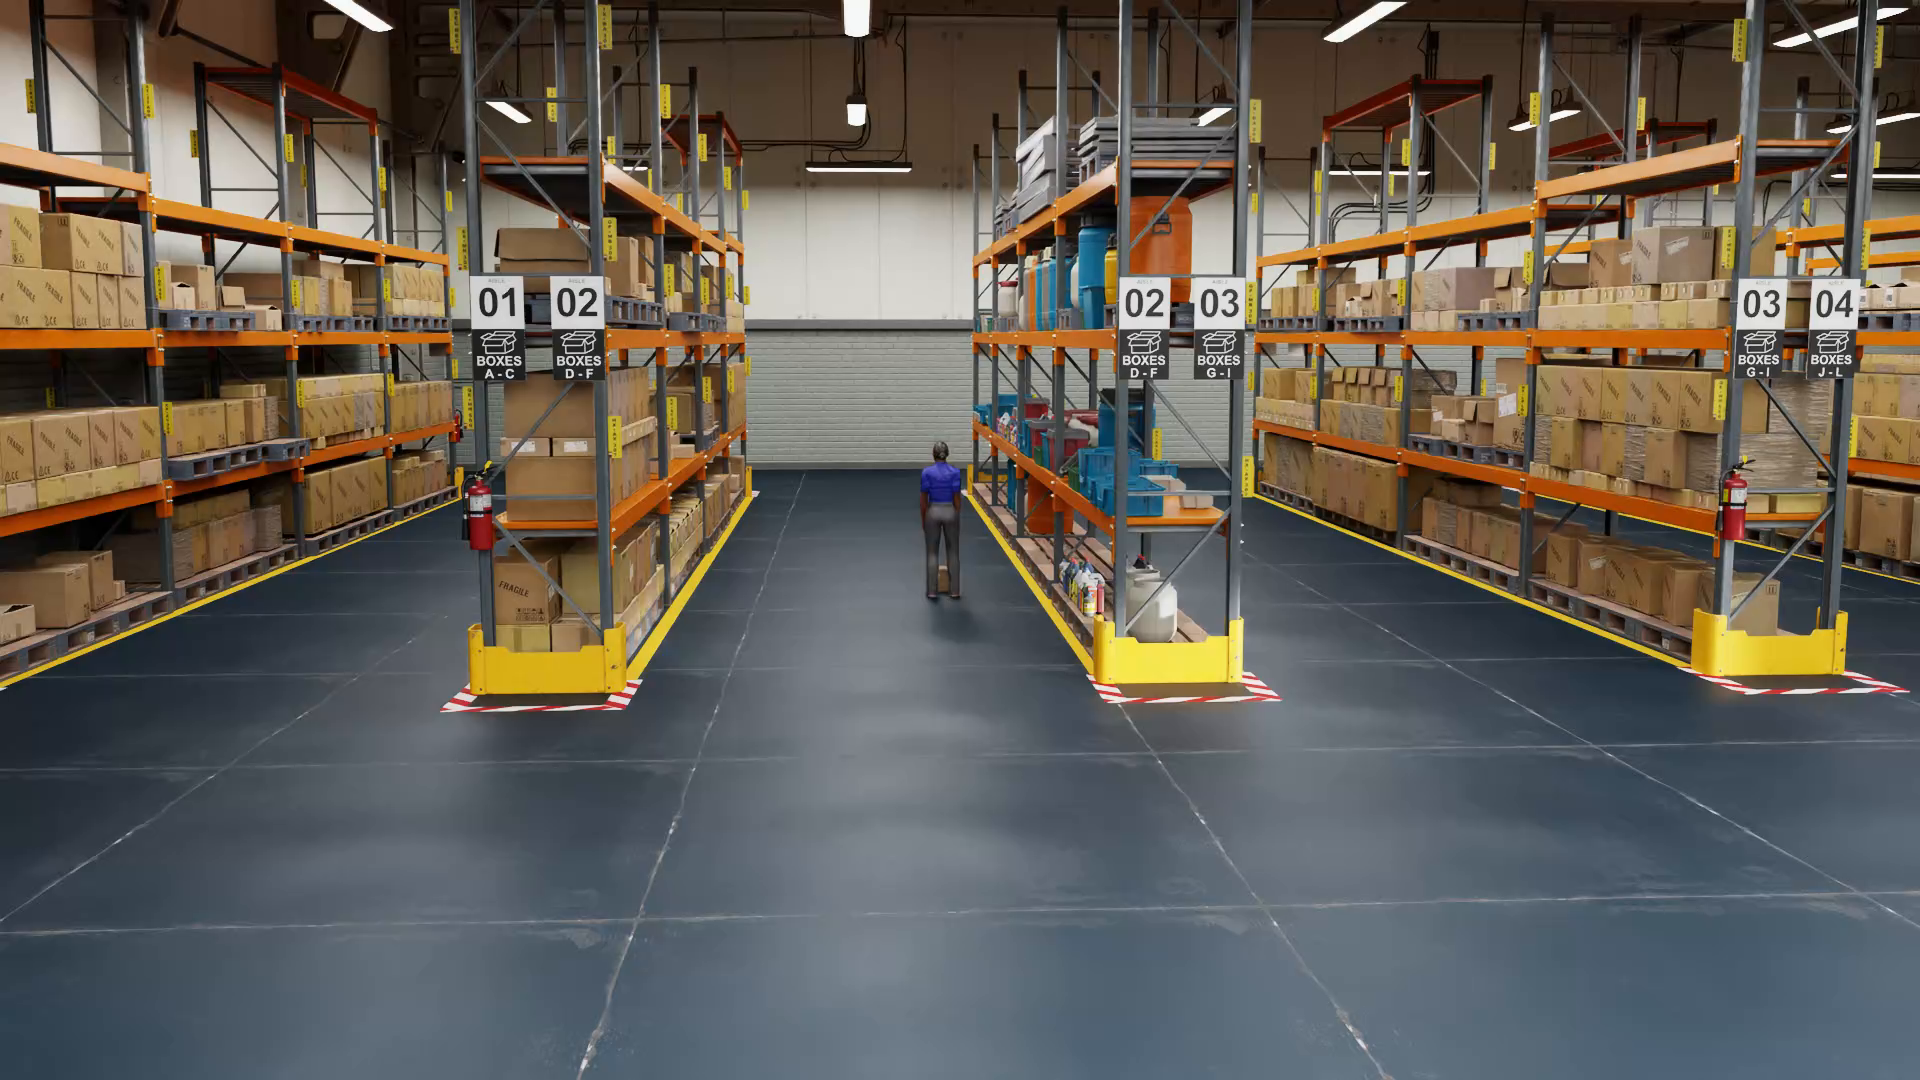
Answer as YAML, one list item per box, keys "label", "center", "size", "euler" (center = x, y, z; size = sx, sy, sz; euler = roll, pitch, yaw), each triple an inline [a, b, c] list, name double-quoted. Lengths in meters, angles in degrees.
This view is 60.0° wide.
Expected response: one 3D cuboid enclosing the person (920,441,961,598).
- label: "person"
  center: [-0.205, -0.214, 17.539]
  size: [0.436, 1.661, 0.309]
  euler: [0, 7, -2]
